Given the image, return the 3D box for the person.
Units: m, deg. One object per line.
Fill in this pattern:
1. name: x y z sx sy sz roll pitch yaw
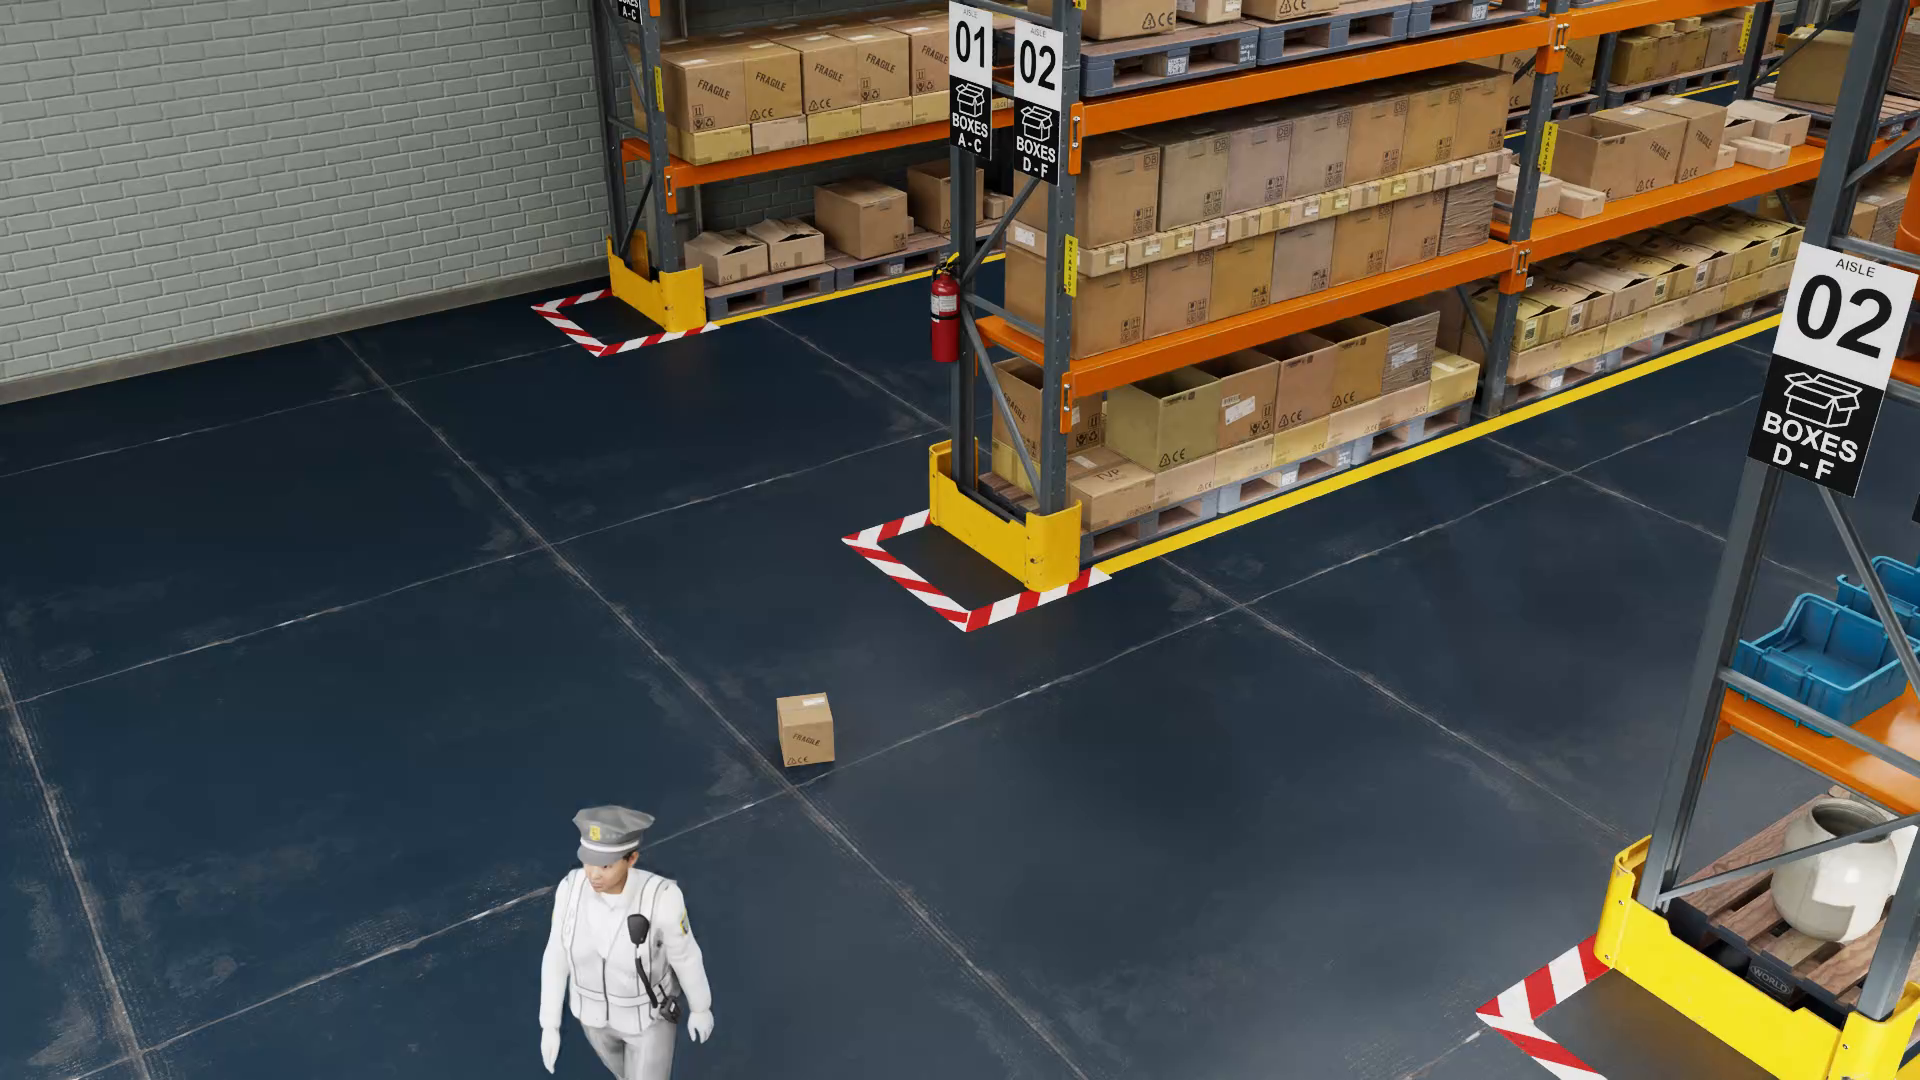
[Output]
1. person: -1.143 1.655 5.614 0.532 1.737 0.643 7 30 12
